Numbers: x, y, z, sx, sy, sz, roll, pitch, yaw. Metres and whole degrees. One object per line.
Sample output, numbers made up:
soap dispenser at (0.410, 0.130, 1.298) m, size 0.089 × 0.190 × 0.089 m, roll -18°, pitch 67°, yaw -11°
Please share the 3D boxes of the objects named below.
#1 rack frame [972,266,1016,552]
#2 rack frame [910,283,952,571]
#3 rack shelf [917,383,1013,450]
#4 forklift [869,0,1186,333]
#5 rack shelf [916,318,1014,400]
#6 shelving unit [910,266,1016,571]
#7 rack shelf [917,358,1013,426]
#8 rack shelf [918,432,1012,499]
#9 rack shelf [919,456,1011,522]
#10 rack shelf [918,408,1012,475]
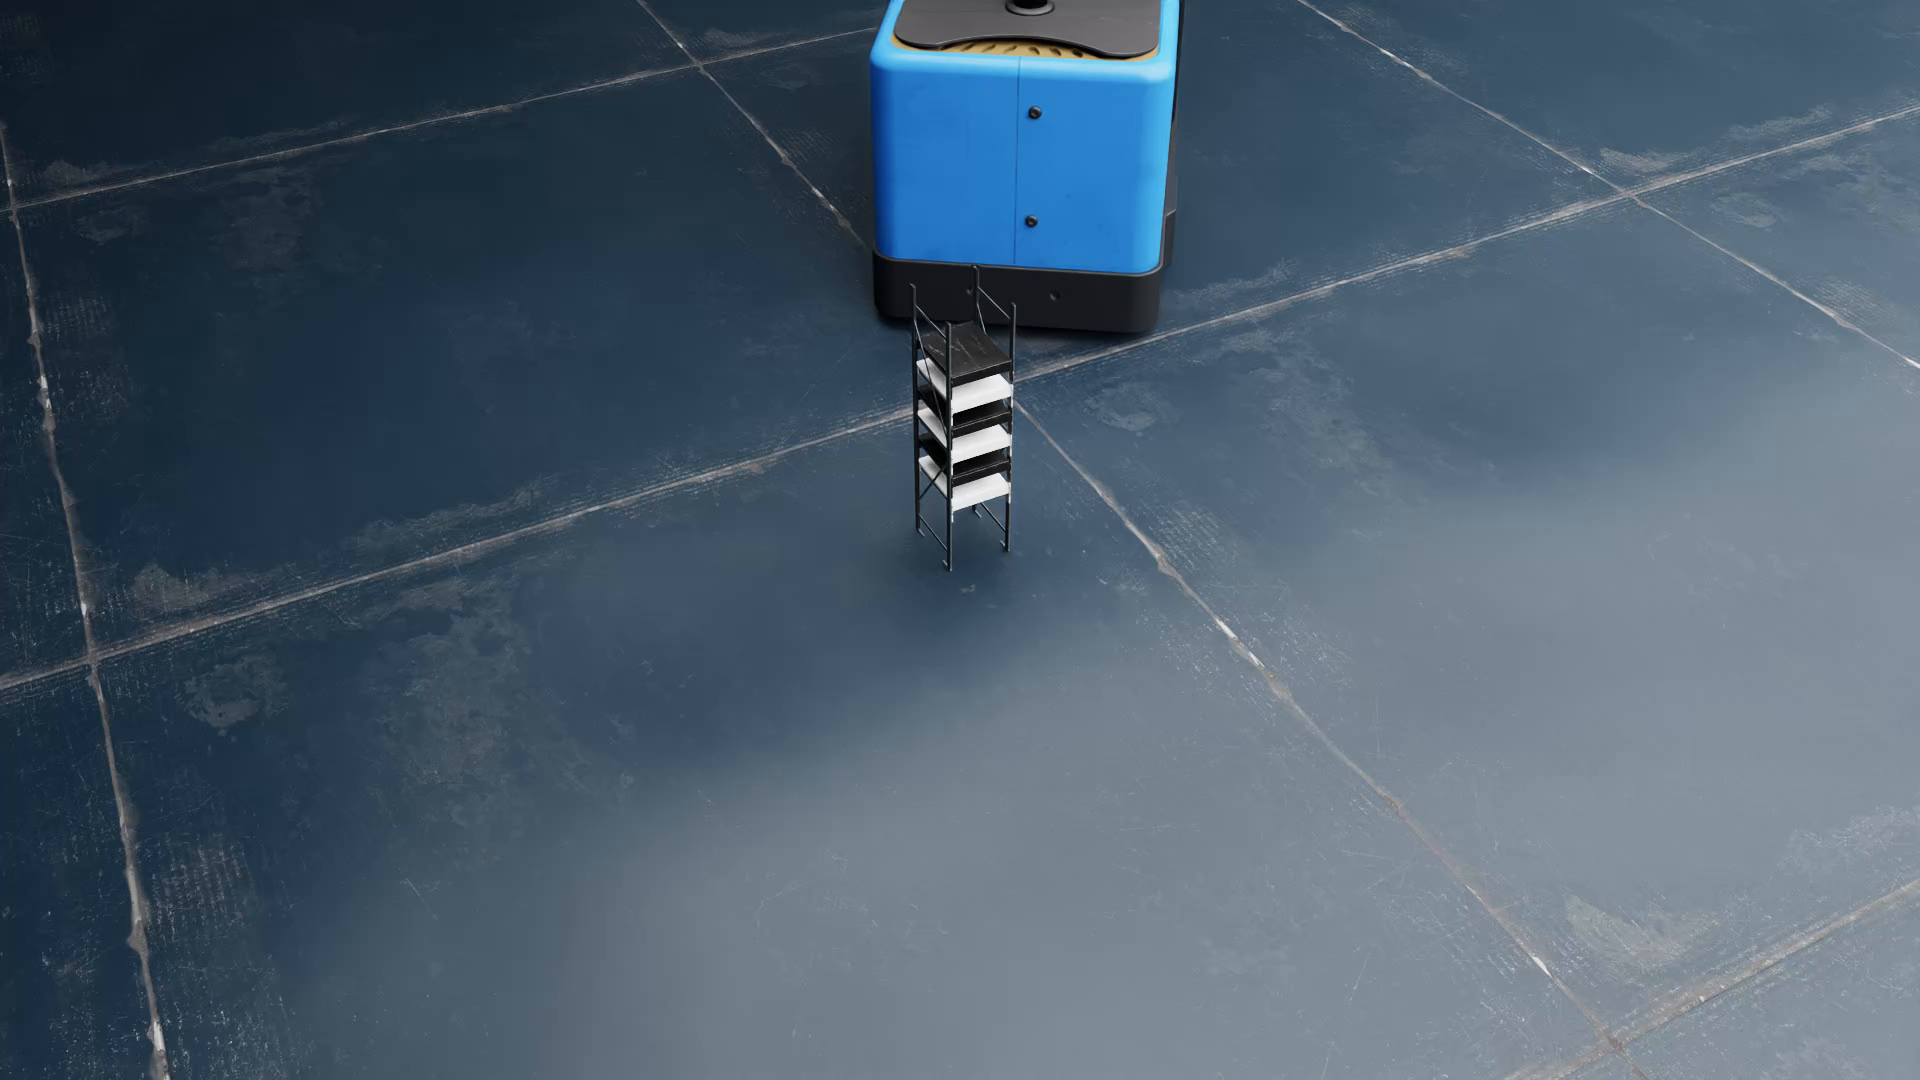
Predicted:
rack frame at (0.097, -0.376, 4.998) m, size 0.006 × 0.900 × 0.240 m, roll -19°, pitch 44°, yaw -21°
rack frame at (-0.083, -0.316, 4.926) m, size 0.006 × 0.900 × 0.240 m, roll -19°, pitch 44°, yaw -21°
rack shelf at (0.007, -0.389, 4.925) m, size 0.200 × 0.077 × 0.258 m, roll -19°, pitch 44°, yaw -21°
forklift at (0.374, -2.817, 6.310) m, size 1.130 × 2.935 × 3.031 m, roll 5°, pitch 40°, yaw 5°
rack shelf at (0.007, -0.527, 4.809) m, size 0.200 × 0.077 × 0.258 m, roll -19°, pitch 44°, yaw -21°
shelving unit at (0.007, -0.346, 4.962) m, size 0.210 × 0.900 × 0.258 m, roll -19°, pitch 44°, yaw -21°
rack shelf at (0.007, -0.458, 4.867) m, size 0.200 × 0.077 × 0.258 m, roll -19°, pitch 44°, yaw -21°
rack shelf at (0.007, -0.252, 5.042) m, size 0.200 × 0.077 × 0.258 m, roll -19°, pitch 44°, yaw -21°
rack shelf at (0.007, -0.183, 5.100) m, size 0.200 × 0.077 × 0.258 m, roll -19°, pitch 44°, yaw -21°
rack shelf at (0.007, -0.320, 4.984) m, size 0.200 × 0.077 × 0.258 m, roll -19°, pitch 44°, yaw -21°
